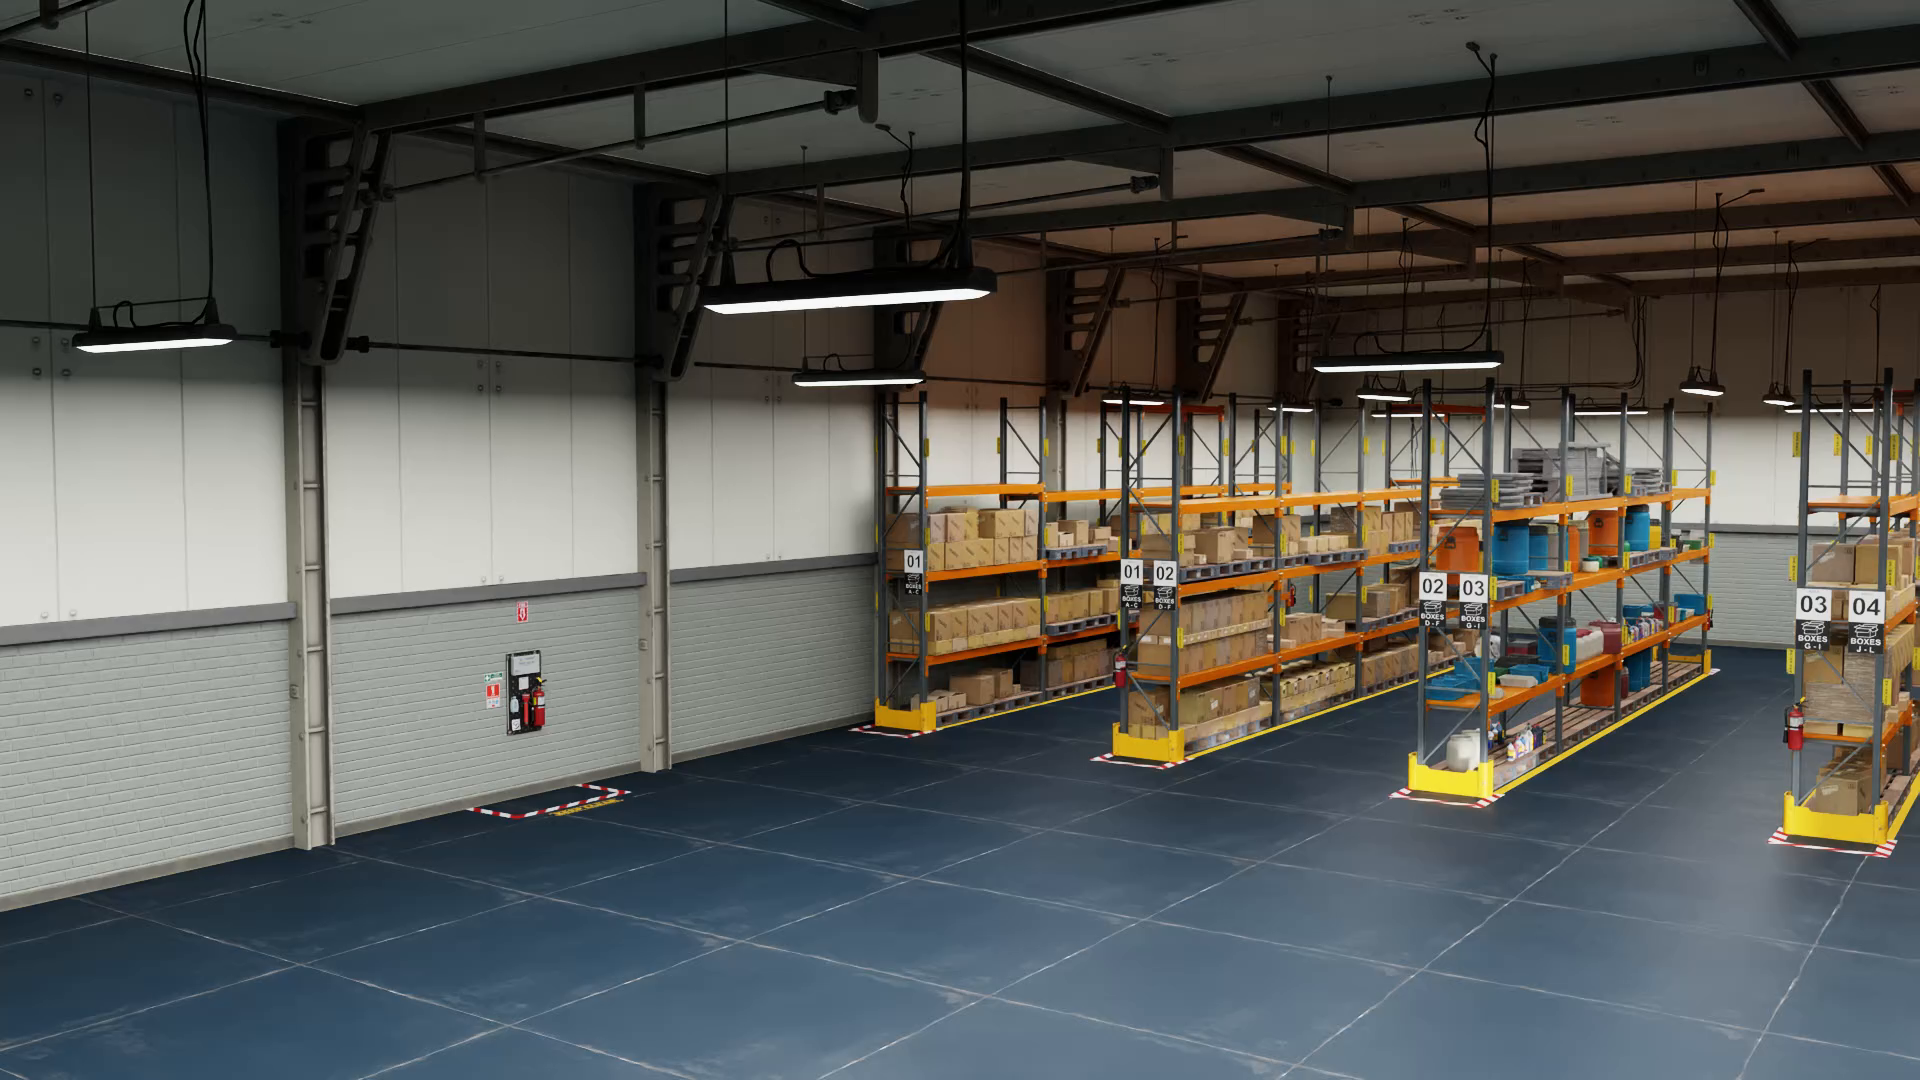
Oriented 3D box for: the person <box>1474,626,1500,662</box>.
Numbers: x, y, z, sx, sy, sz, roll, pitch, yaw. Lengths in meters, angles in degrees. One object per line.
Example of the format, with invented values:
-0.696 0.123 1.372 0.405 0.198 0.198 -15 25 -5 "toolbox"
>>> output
10.421 2.399 32.552 0.690 1.603 0.664 -3 4 -45 "person"
